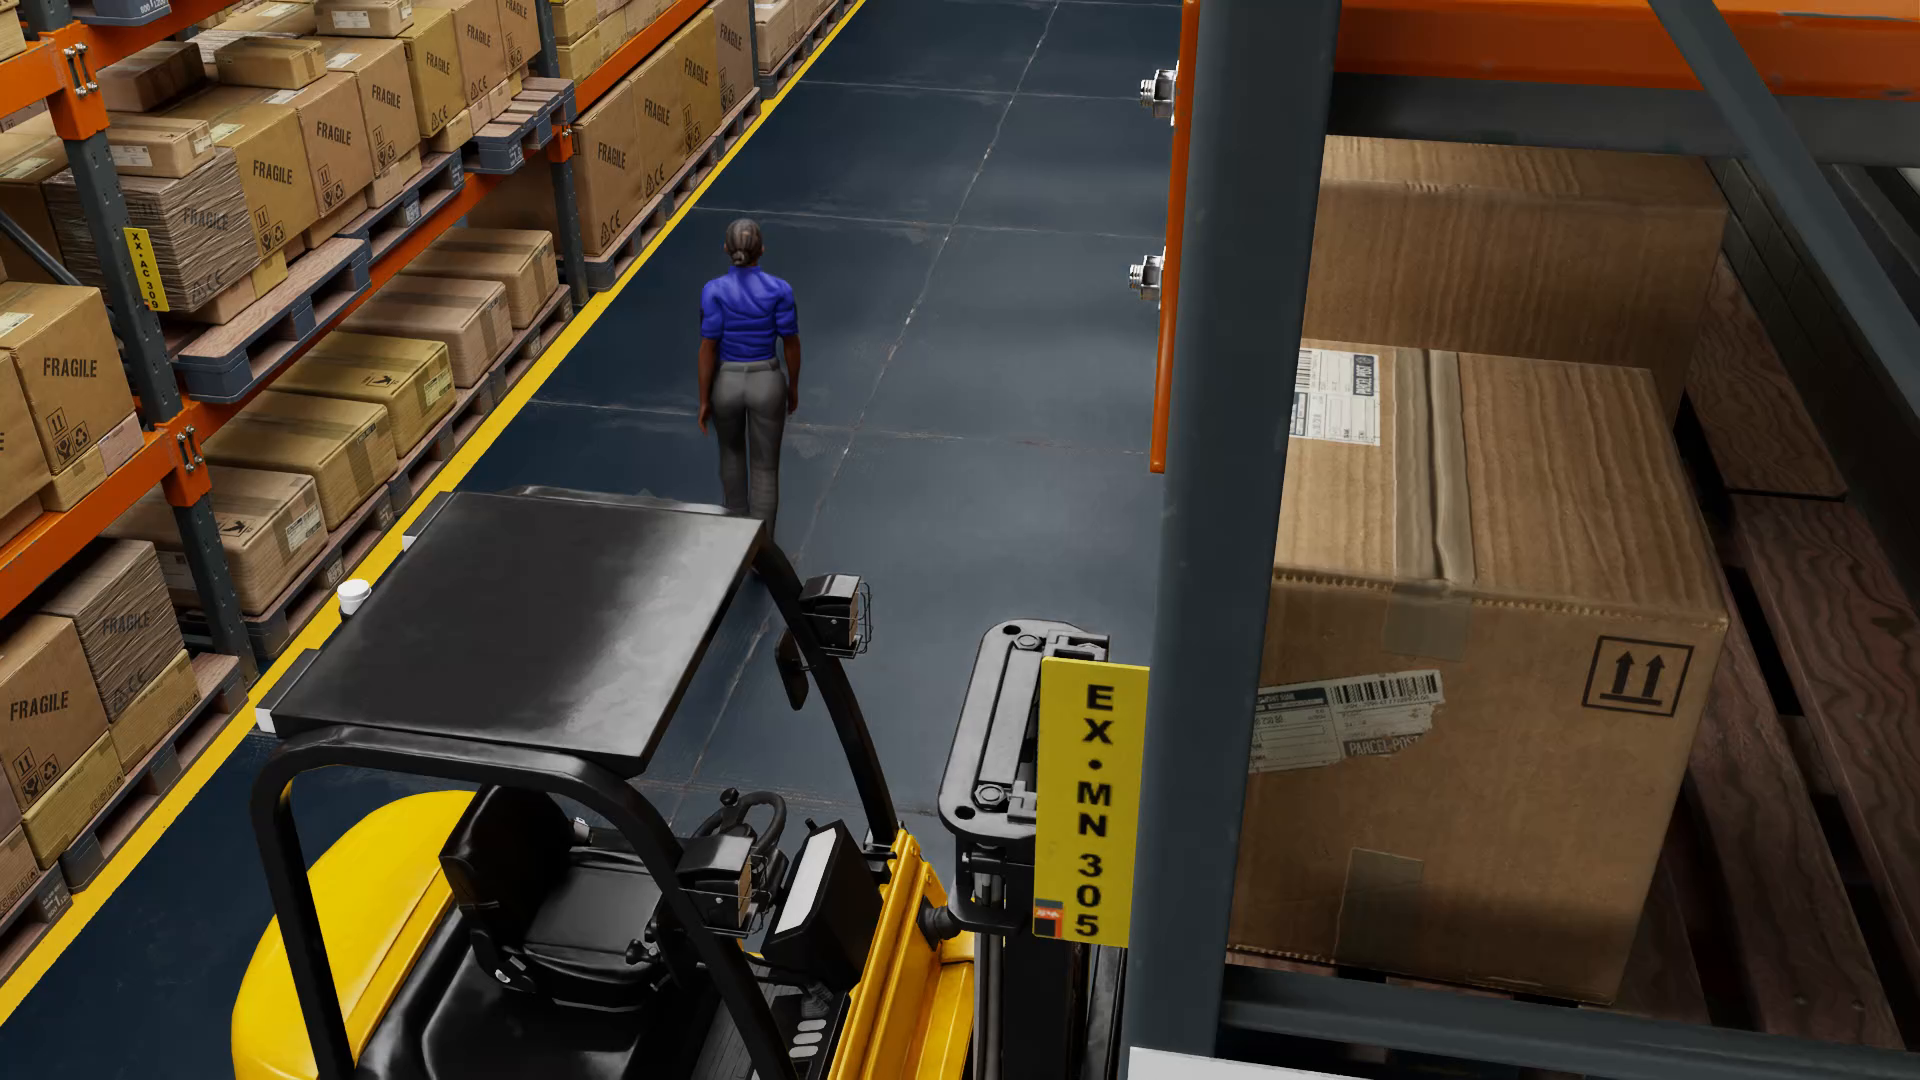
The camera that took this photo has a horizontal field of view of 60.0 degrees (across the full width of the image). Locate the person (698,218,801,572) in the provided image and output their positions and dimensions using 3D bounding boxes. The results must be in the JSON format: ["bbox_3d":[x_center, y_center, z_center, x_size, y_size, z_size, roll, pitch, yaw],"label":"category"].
[{"bbox_3d":[-0.964,-0.647,7.687,0.476,1.694,0.611,-2,33,-4],"label":"person"}]
